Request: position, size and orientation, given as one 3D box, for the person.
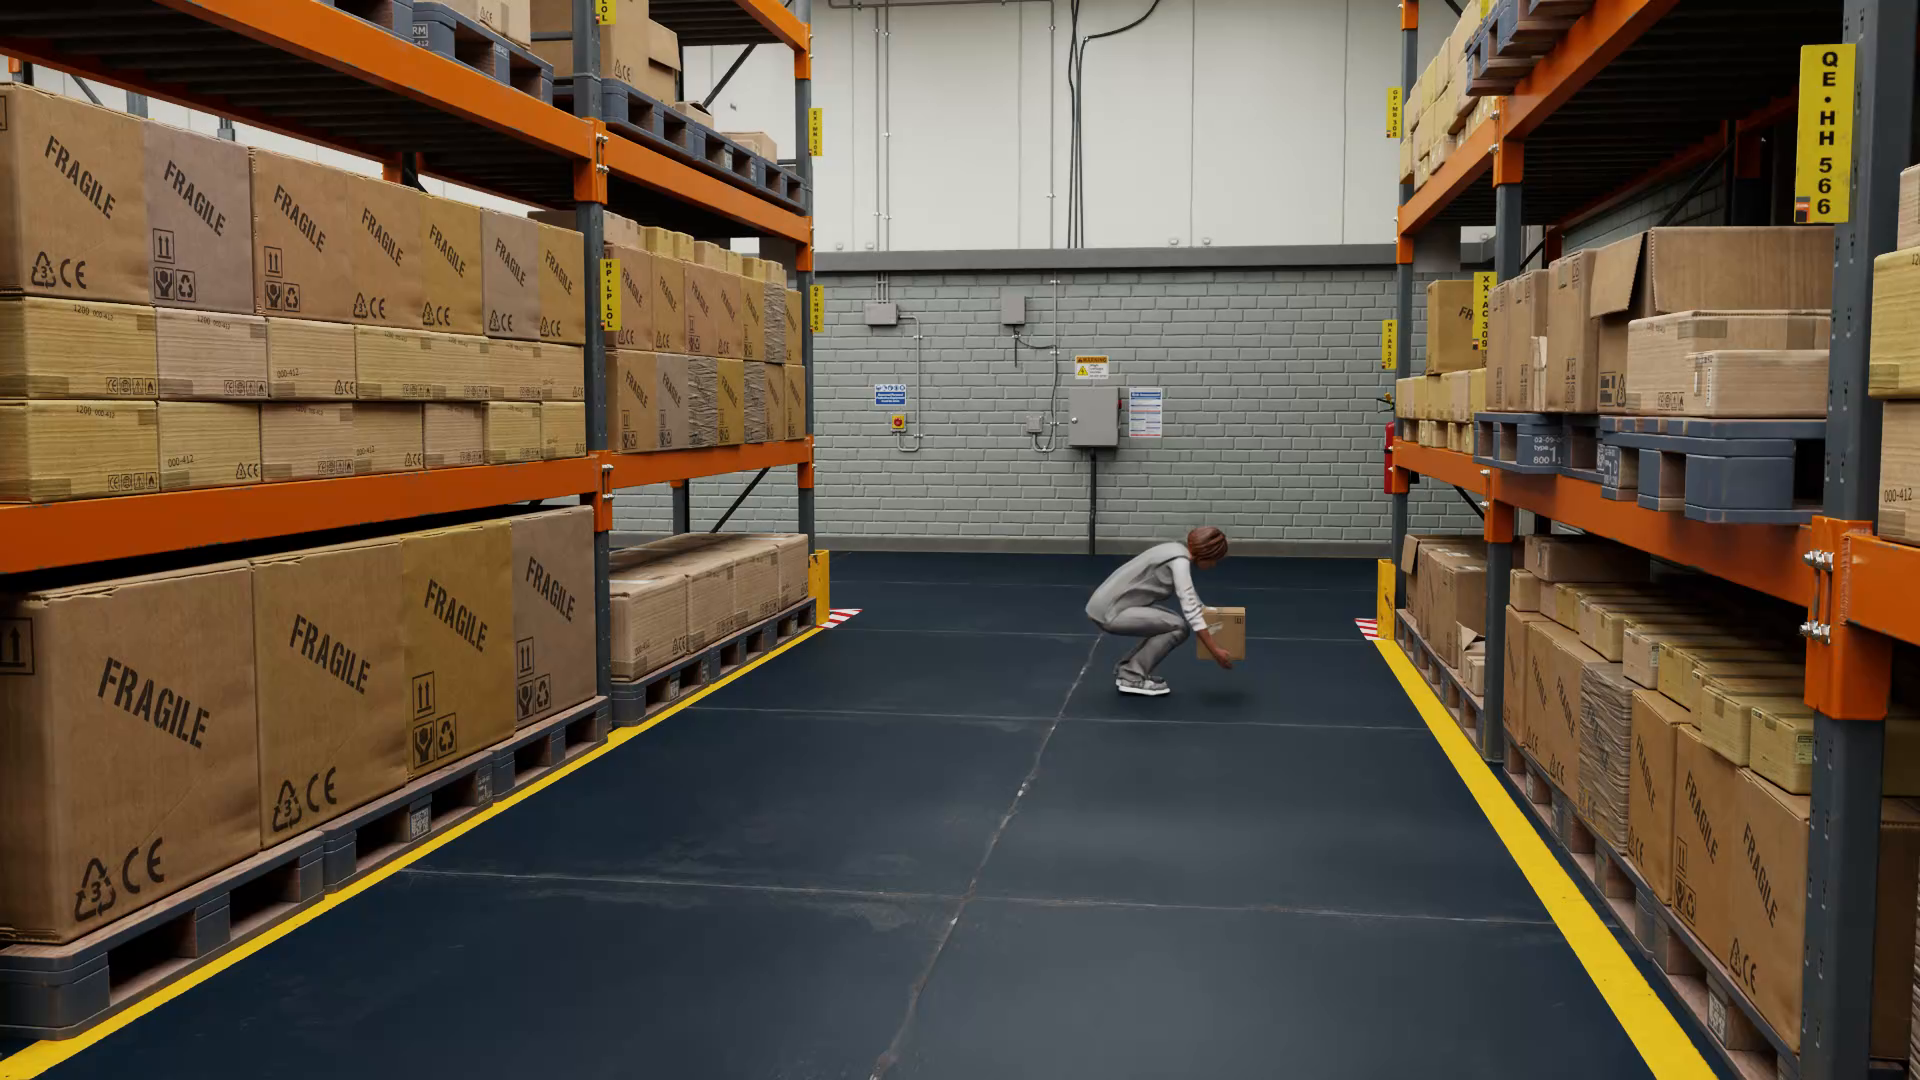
[{"bbox_3d":[1.068,0.377,8.914,0.792,0.884,0.458,1,5,9],"label":"person"}]
